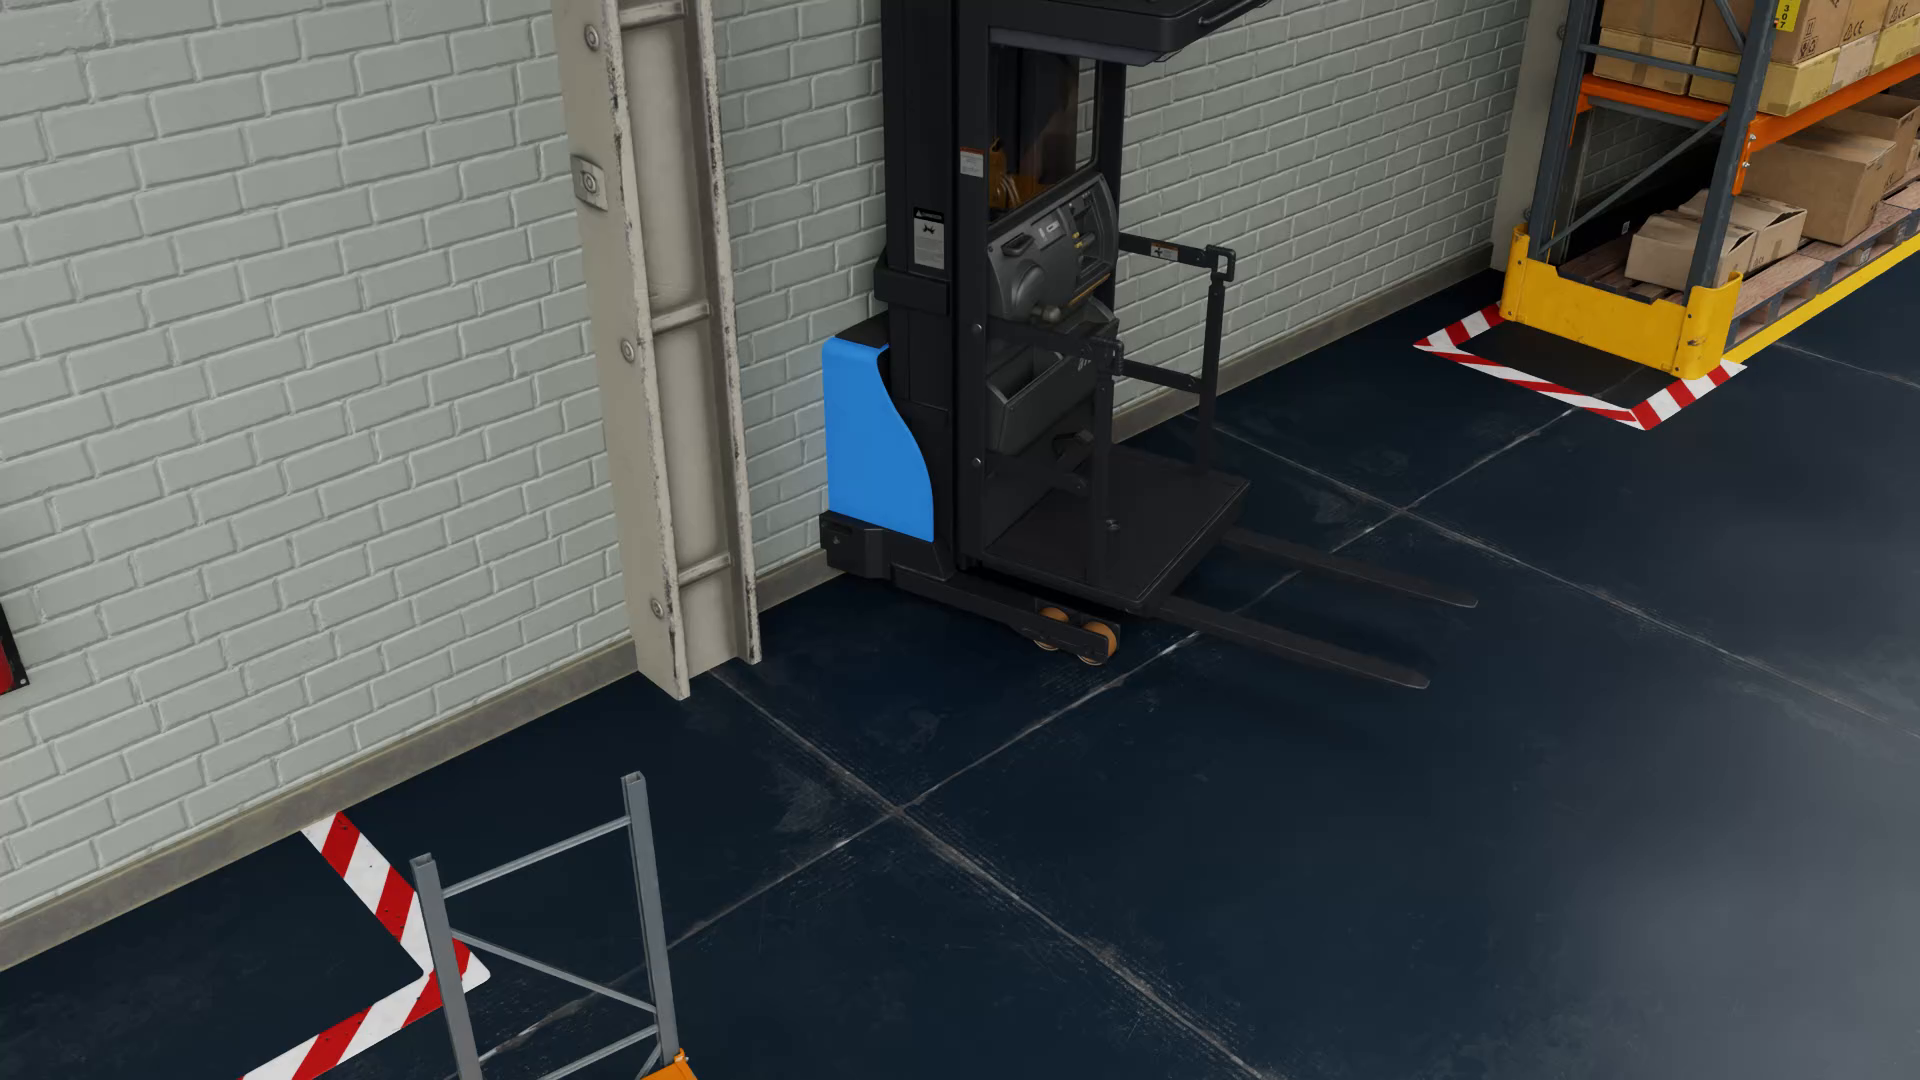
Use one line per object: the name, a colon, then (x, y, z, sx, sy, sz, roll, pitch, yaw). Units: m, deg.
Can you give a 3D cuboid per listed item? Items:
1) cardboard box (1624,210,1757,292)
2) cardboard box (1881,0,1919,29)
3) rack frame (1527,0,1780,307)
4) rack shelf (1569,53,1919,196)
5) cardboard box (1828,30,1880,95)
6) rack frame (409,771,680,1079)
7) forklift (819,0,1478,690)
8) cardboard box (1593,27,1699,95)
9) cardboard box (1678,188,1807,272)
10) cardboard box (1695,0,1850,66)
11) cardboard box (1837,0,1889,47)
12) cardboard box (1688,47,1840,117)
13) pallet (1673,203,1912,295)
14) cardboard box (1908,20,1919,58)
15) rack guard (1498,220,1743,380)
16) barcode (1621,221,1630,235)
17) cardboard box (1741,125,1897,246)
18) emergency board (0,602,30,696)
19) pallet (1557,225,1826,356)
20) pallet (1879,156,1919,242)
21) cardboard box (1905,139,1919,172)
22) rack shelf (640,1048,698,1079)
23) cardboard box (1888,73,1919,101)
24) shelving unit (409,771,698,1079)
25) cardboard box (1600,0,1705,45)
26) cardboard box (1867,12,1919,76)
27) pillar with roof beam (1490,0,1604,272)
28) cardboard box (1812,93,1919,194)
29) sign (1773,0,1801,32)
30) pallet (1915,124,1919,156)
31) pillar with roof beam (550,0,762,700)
cardboard box: (4.025, -1.603, 9.152, 0.500, 0.311, 0.500, 24, 39, 34)
cardboard box: (4.764, -3.023, 8.723, 0.500, 0.500, 0.500, -27, 41, -37)
rack frame: (3.457, -2.351, 8.220, 0.127, 3.000, 1.000, -26, 40, -35)
rack shelf: (4.923, -2.754, 9.568, 4.000, 0.370, 1.077, -26, 40, -35)
cardboard box: (4.402, -2.537, 8.649, 0.500, 0.250, 0.500, -27, 41, -37)
rack frame: (-0.887, 1.214, 3.827, 0.500, 1.500, 0.032, -19, 36, -29)
forklift: (0.539, -1.082, 6.210, 3.031, 2.935, 1.130, 17, 35, 26)
cardboard box: (3.668, -2.536, 8.646, 0.500, 0.250, 0.500, -25, 39, -35)
cardboard box: (4.443, -1.805, 9.482, 0.500, 0.311, 0.500, -22, 38, -32)
cardboard box: (4.011, -2.670, 8.147, 0.500, 0.500, 0.500, -26, 40, -35)
cardboard box: (4.380, -2.842, 8.428, 0.500, 0.500, 0.500, -26, 40, -35)
cardboard box: (4.031, -2.348, 8.338, 0.500, 0.250, 0.500, -27, 41, -37)
pallet: (5.027, -1.894, 10.145, 1.213, 0.211, 1.003, -26, 40, -35)
cardboard box: (5.151, -2.894, 9.232, 0.500, 0.250, 0.500, -25, 40, -35)
rack guard: (3.513, -1.312, 8.916, 0.348, 0.500, 1.175, -26, 40, -35)
barcode: (3.767, -1.766, 9.410, 0.075, 0.075, 0.001, -26, 40, -35)
cardboard box: (5.015, -2.127, 9.827, 0.700, 0.500, 0.500, 26, 40, 36)
emergency board: (-2.856, 0.060, 4.277, 0.643, 1.169, 0.194, -26, 40, -35)
pallet: (4.132, -1.463, 9.441, 1.213, 0.211, 1.003, -26, 40, -35)
pallet: (5.922, -2.329, 10.856, 1.213, 0.211, 1.003, -26, 40, -35)
cardboard box: (6.018, -2.548, 10.836, 0.380, 0.166, 0.250, 23, 38, 33)
rack shelf: (-0.601, 1.587, 3.562, 0.538, 0.185, 1.000, -19, 36, -29)
cardboard box: (6.918, -3.159, 11.515, 0.500, 0.500, 0.700, -24, 39, -34)
shelving unit: (-0.606, 1.429, 3.475, 0.587, 1.500, 1.083, -19, 36, -29)
cardboard box: (3.658, -2.864, 8.465, 0.500, 0.500, 0.500, -26, 40, -36)
cardboard box: (4.779, -2.716, 8.940, 0.500, 0.250, 0.500, -27, 40, -36)
pillar with roof beam: (6.309, -3.843, 4.909, 0.400, 9.000, 9.100, -26, 40, -35)
cardboard box: (5.656, -2.508, 10.451, 0.500, 0.500, 0.500, 26, 40, 35)
sign: (3.826, -2.513, 7.655, 0.005, 0.325, 0.100, -26, 40, -35)
pallet: (6.960, -2.857, 11.720, 1.213, 0.211, 1.003, -26, 40, -35)
pillar with roof beam: (1.909, -1.715, 1.429, 0.400, 9.000, 9.100, -26, 40, -35)
